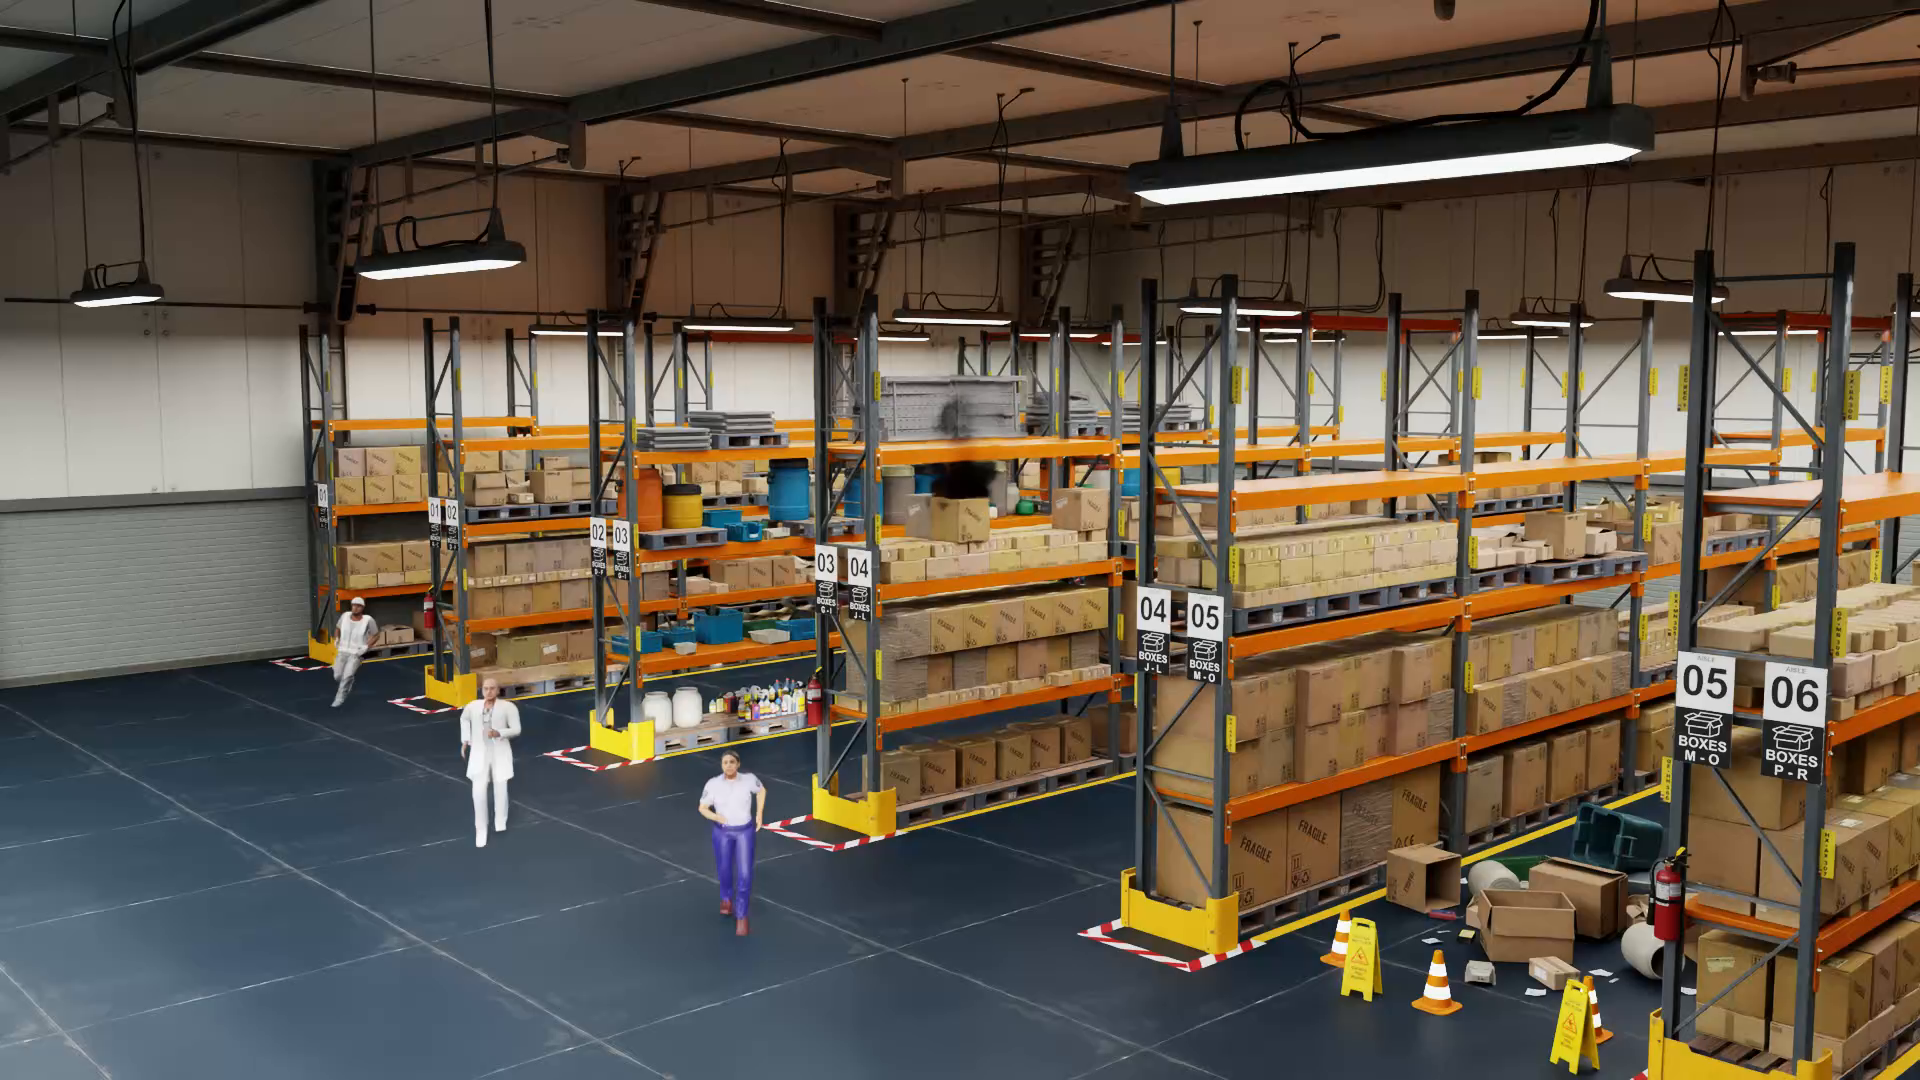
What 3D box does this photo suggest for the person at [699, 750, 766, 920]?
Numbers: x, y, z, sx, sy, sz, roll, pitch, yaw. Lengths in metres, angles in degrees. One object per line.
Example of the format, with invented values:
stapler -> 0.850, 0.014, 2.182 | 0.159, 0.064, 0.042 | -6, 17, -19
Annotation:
person -> -2.125, 2.704, 15.540 | 0.608, 1.515, 0.724 | 0, 6, -4

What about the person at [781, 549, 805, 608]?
person -> -3.483, 0.952, 33.437 | 0.639, 1.725, 0.691 | 5, 7, 39

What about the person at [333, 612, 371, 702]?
person -> -9.438, 1.812, 25.887 | 0.589, 1.418, 0.610 | 0, 6, 3

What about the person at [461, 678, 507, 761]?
person -> -5.167, 1.974, 18.248 | 0.645, 0.901, 0.703 | -1, 6, -11
